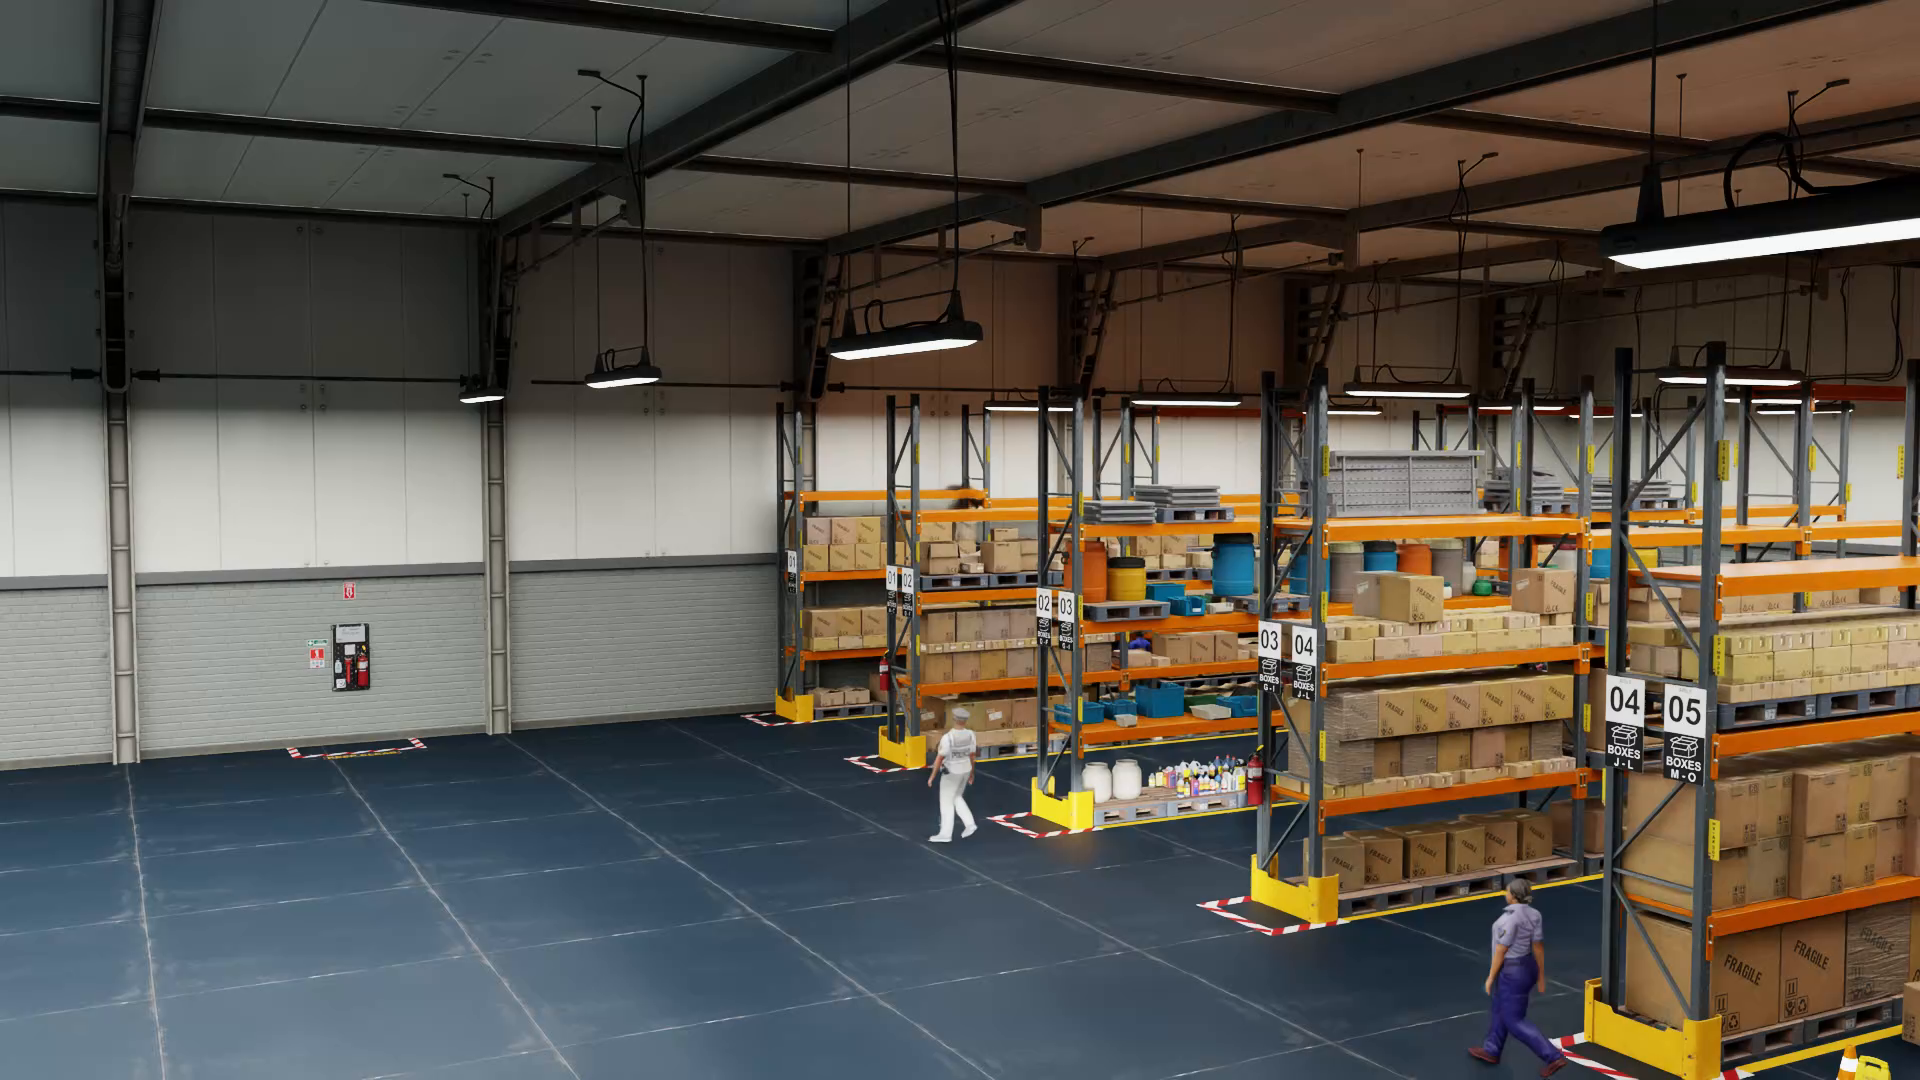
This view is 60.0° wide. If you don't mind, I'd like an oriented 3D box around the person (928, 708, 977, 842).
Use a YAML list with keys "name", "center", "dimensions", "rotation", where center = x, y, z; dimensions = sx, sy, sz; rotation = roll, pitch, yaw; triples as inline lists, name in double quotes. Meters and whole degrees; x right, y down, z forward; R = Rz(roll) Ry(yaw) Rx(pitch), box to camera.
- name: "person"
  center: [-0.087, 3.059, 21.708]
  dimensions: [0.555, 1.767, 0.604]
  rotation: [2, 4, 32]

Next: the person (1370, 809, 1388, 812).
- name: "person"
  center: [5.812, 2.941, 23.629]
  dimensions: [0.561, 1.802, 0.581]
  rotation: [1, 3, 21]

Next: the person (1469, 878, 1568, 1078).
- name: "person"
  center: [4.561, 3.581, 13.669]
  dimensions: [0.891, 1.611, 0.472]
  rotation: [3, 4, 39]

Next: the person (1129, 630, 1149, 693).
- name: "person"
  center: [3.446, 2.507, 32.211]
  dimensions: [0.454, 1.669, 0.363]
  rotation: [-2, 4, -26]
